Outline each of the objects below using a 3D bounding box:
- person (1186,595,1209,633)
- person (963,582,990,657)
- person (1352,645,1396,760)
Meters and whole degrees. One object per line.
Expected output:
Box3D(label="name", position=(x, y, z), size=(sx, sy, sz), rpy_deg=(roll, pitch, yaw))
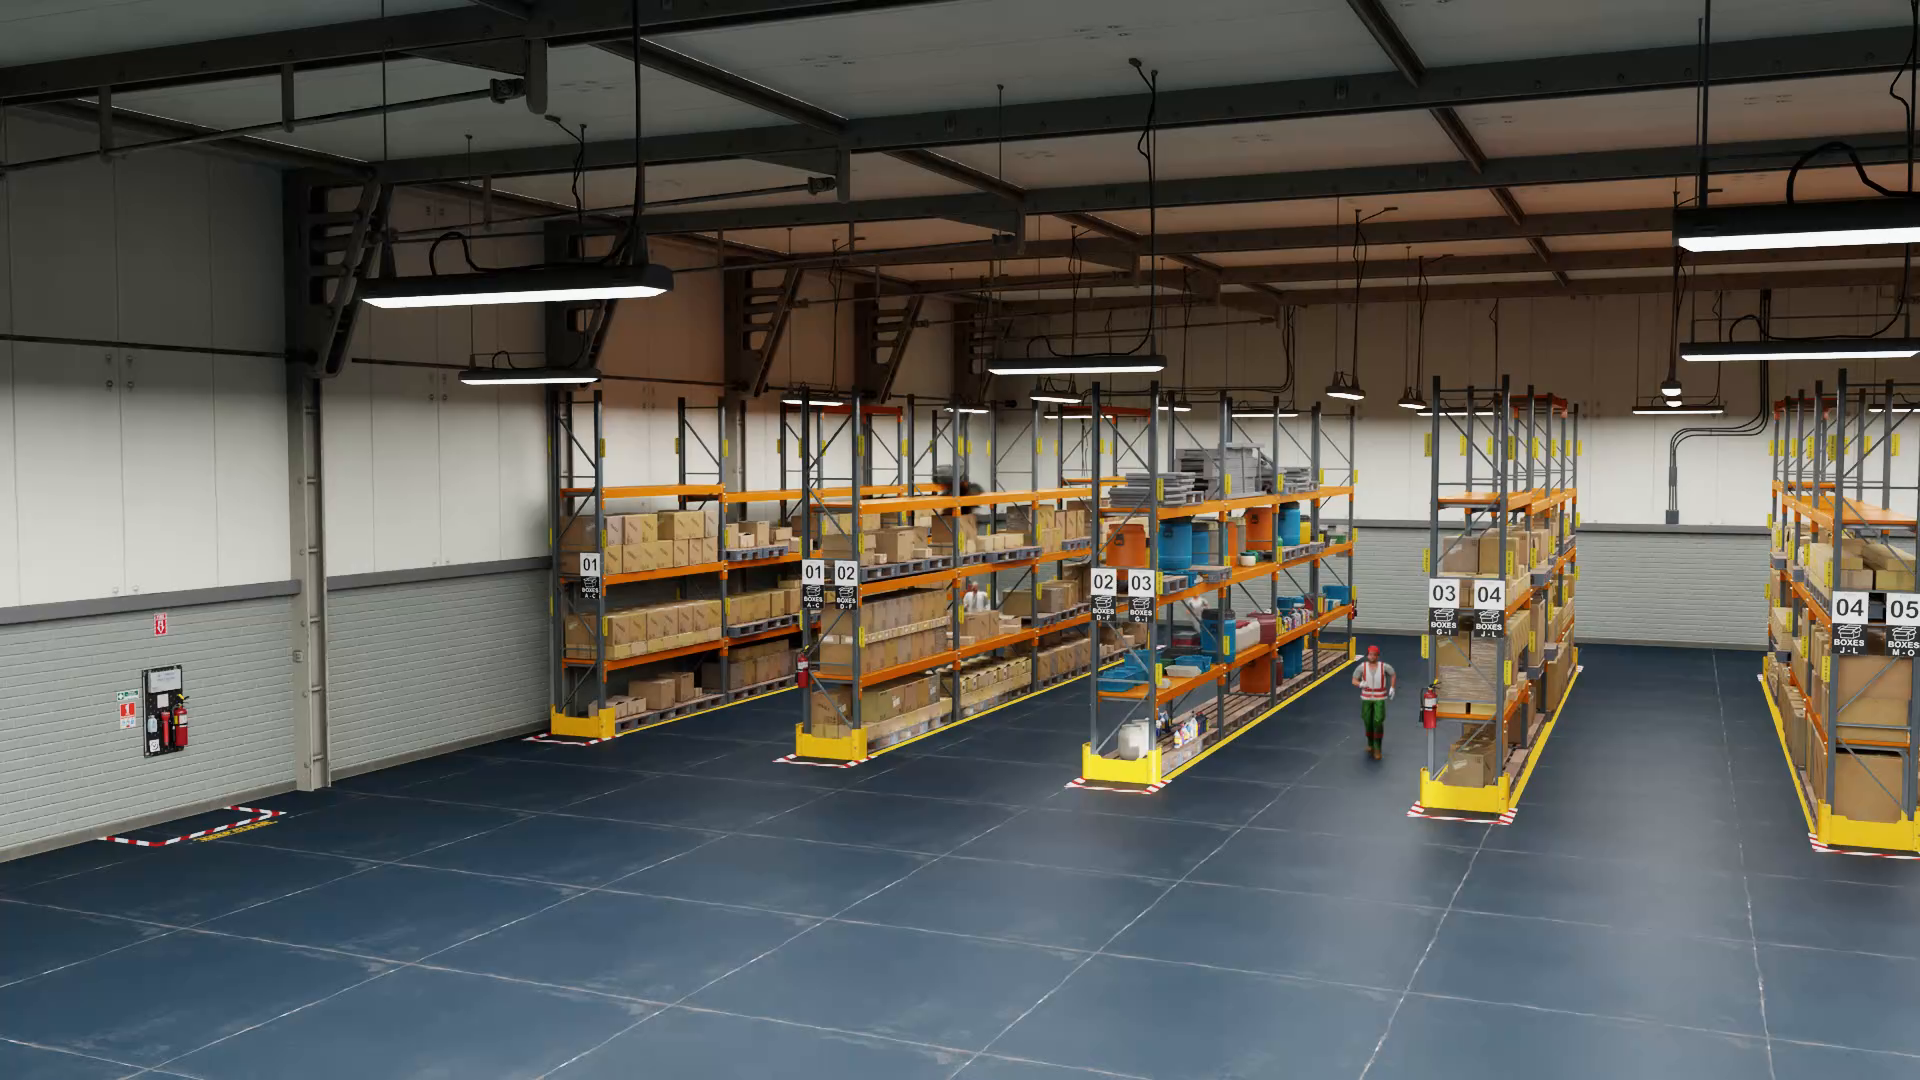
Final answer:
Box3D(label="person", position=(5.830, 1.955, 40.603), size=(0.630, 1.595, 0.568), rpy_deg=(0, 3, 4))
Box3D(label="person", position=(0.385, 2.024, 40.099), size=(0.682, 1.605, 0.812), rpy_deg=(1, 3, 19))
Box3D(label="person", position=(6.670, 2.624, 26.875), size=(0.664, 1.852, 0.777), rpy_deg=(1, 3, 22))
